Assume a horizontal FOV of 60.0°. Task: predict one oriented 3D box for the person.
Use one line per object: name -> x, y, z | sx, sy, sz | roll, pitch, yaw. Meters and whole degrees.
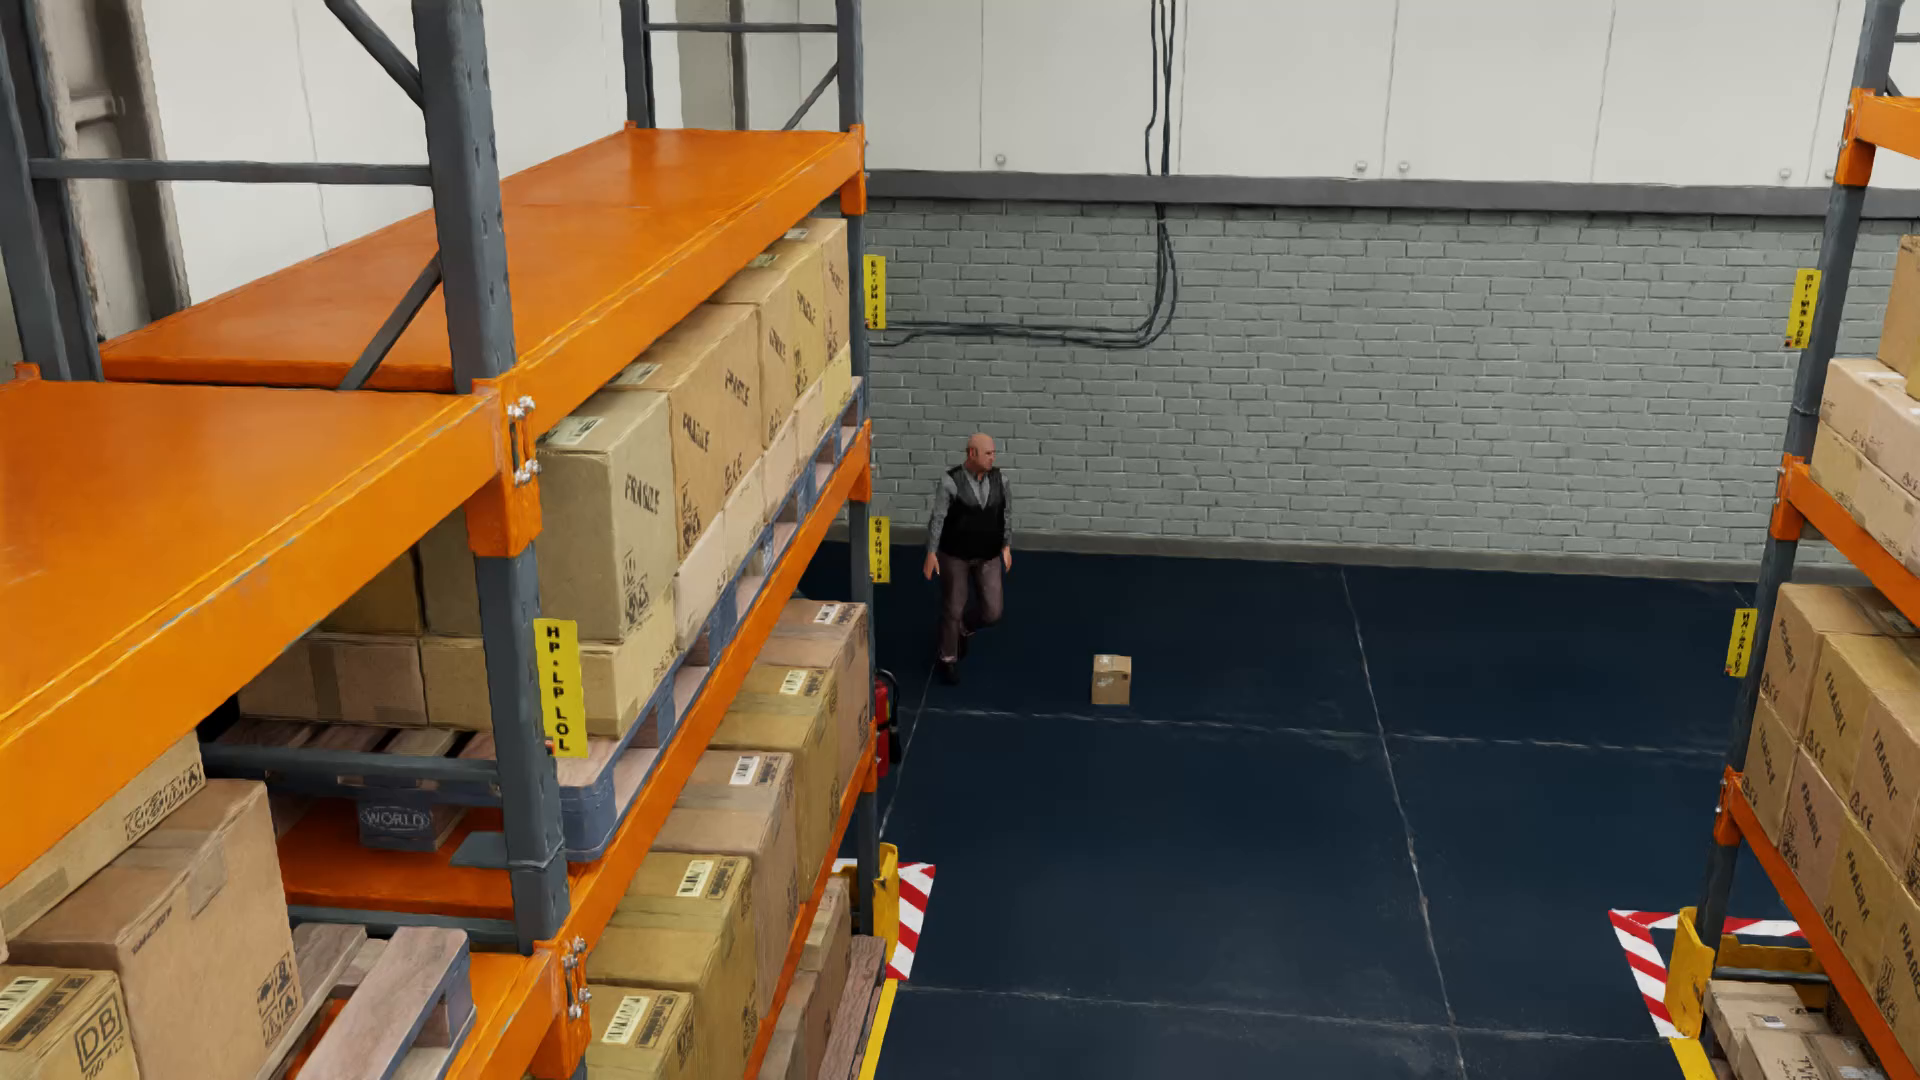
person -> 0.054, 0.100, 11.257 | 0.643, 1.704, 0.503 | -7, 22, -18
